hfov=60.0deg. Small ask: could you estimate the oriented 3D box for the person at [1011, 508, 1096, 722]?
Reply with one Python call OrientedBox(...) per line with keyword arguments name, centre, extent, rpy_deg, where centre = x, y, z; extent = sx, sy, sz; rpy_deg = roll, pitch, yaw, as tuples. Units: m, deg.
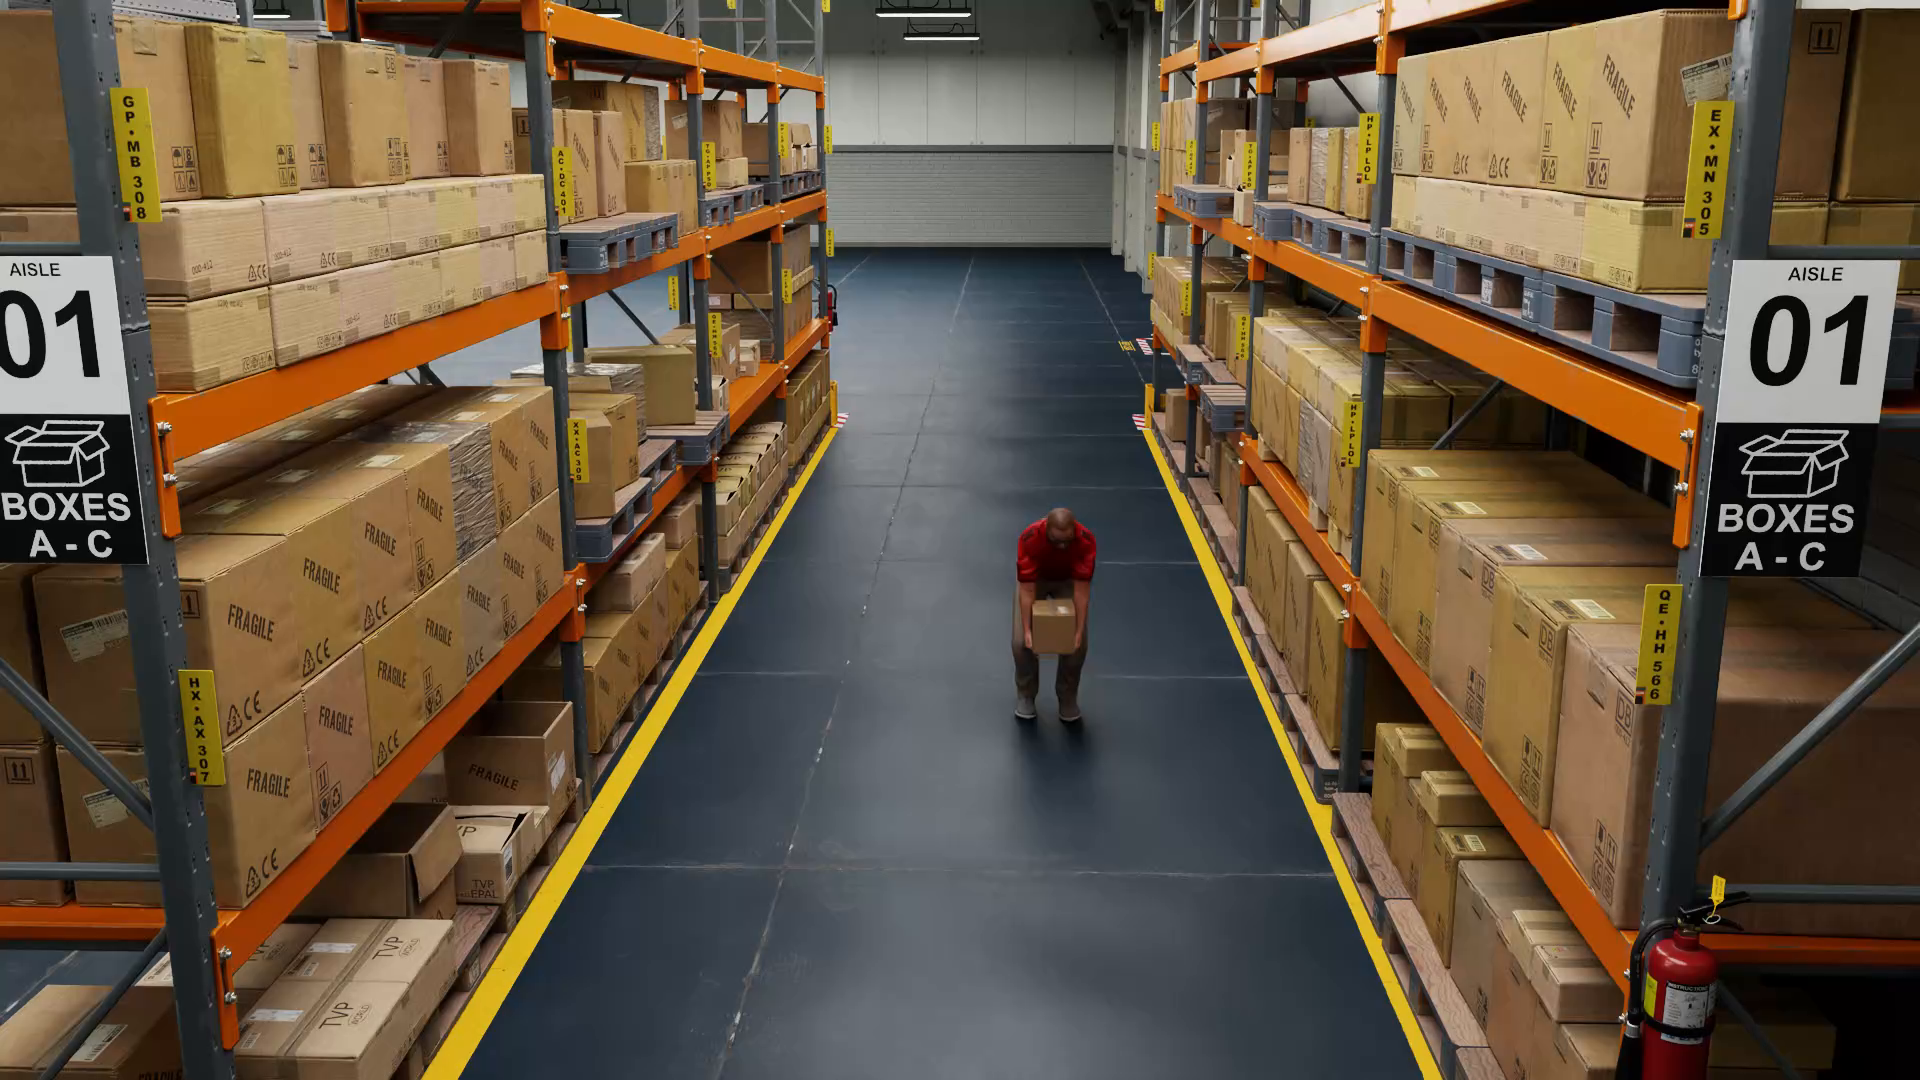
OrientedBox(name="person", centre=(0.555, 0.425, 9.978), extent=(0.490, 1.413, 0.844), rpy_deg=(0, 14, 0))
